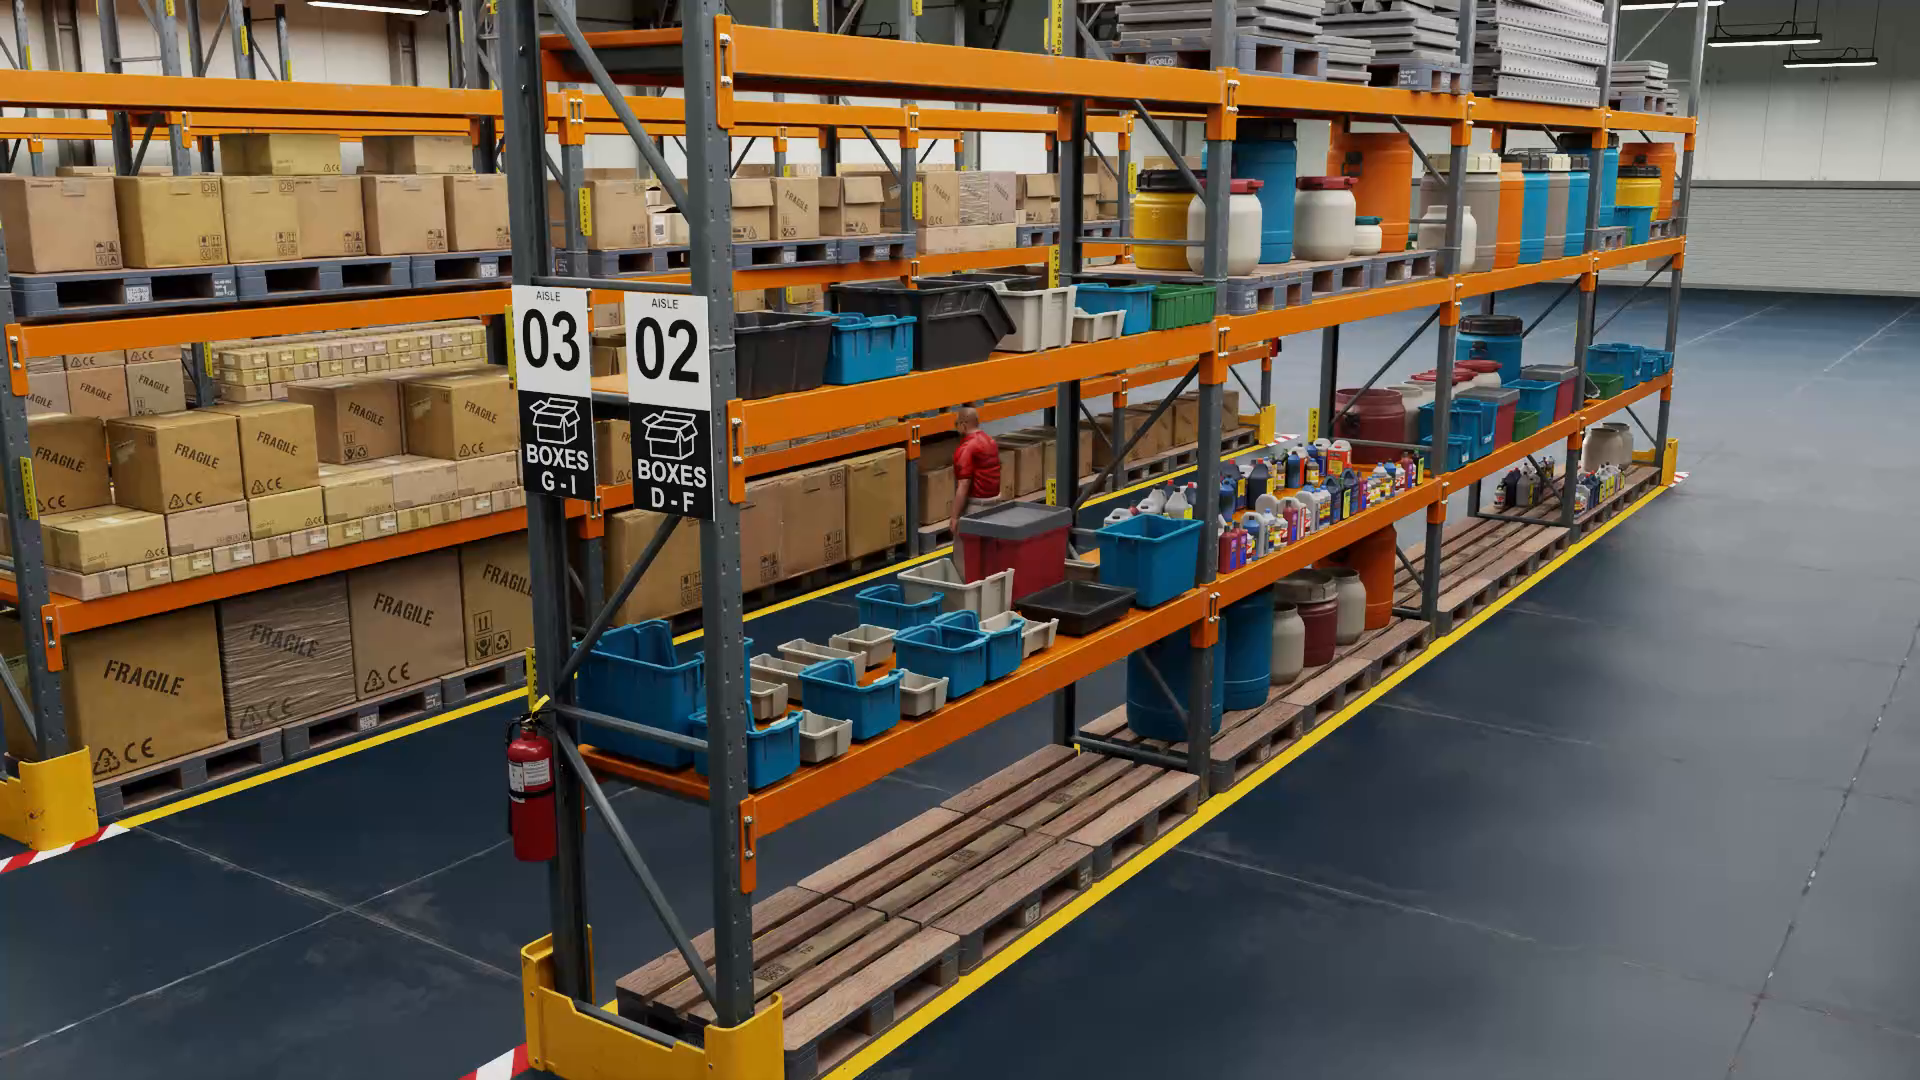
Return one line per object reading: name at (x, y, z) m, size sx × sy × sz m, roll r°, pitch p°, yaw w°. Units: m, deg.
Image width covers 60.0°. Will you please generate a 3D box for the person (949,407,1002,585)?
person at (0.122, -0.214, 13.444) m, size 0.392 × 1.727 × 0.585 m, roll 9°, pitch 15°, yaw 33°
